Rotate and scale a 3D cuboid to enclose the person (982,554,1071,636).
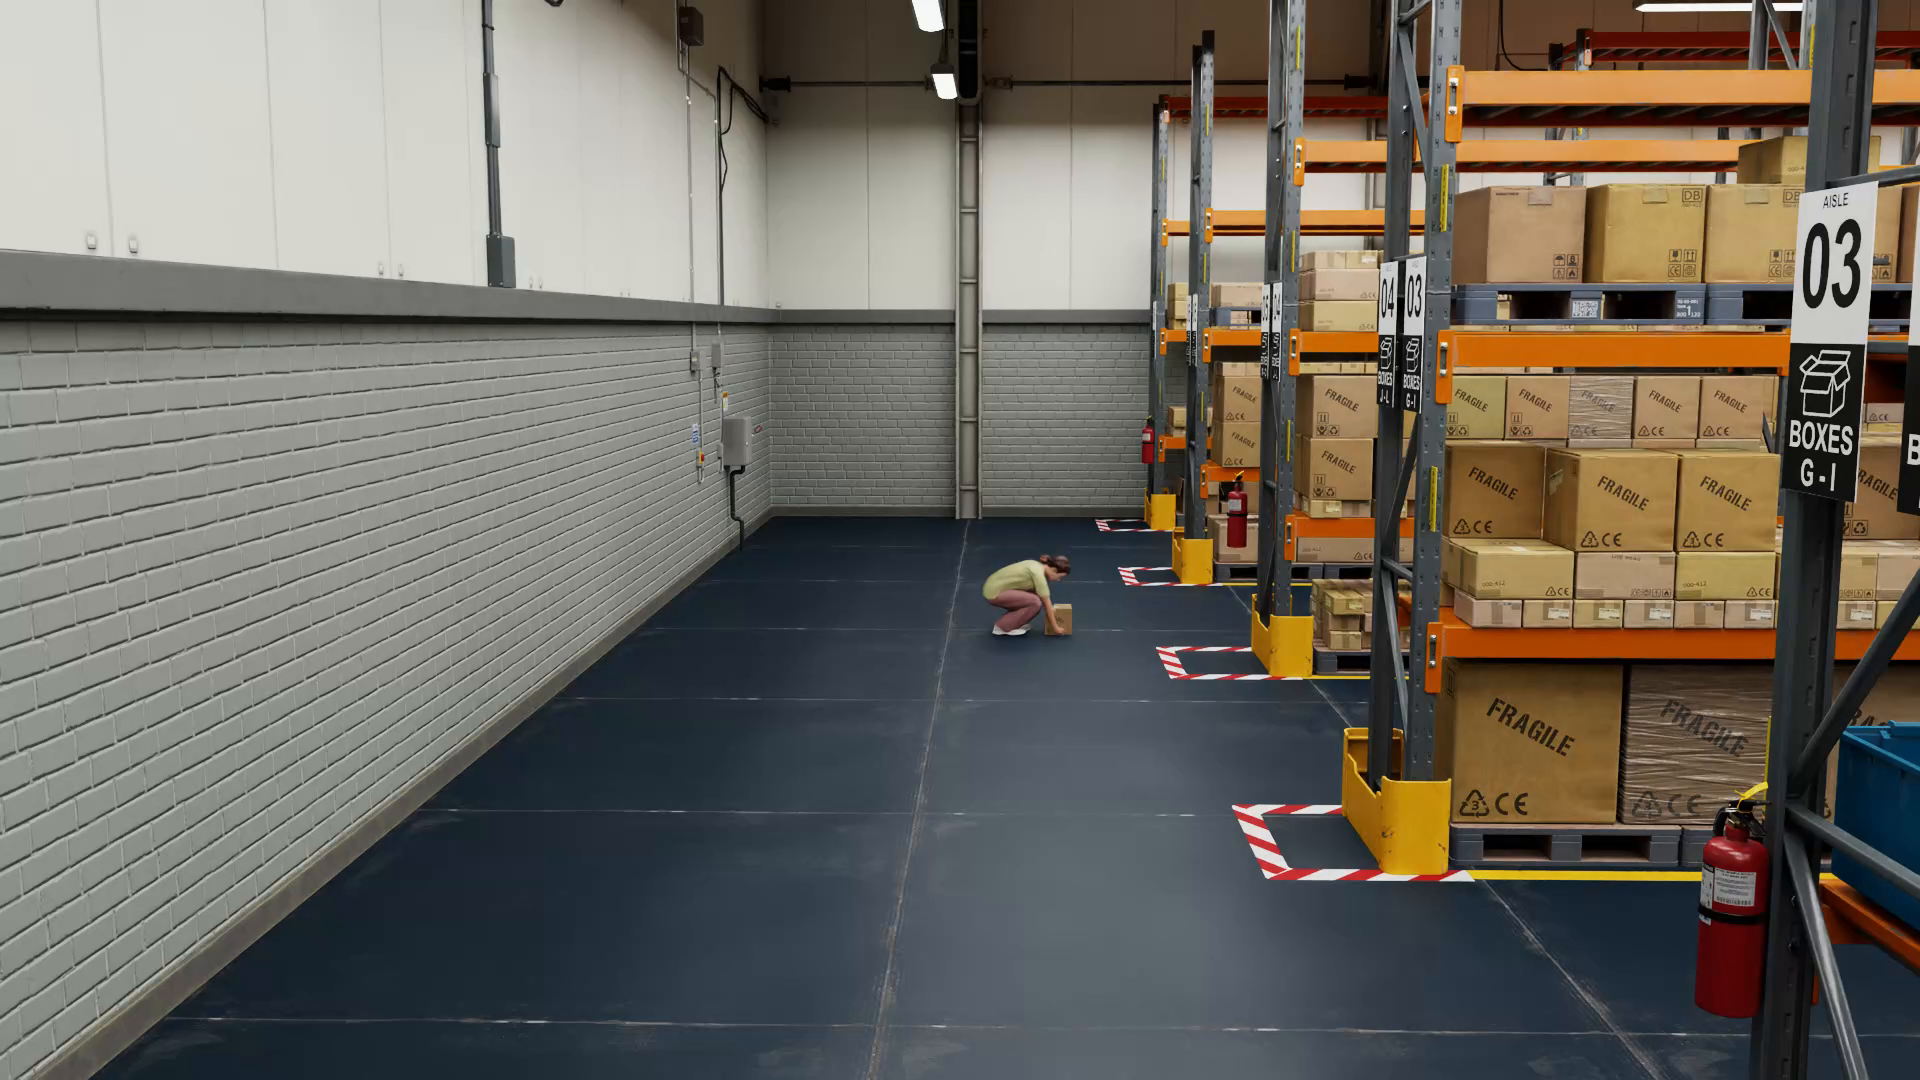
[{"bbox_3d":[0.619,0.534,15.544,0.831,0.806,0.472,0,7,1],"label":"person"}]
